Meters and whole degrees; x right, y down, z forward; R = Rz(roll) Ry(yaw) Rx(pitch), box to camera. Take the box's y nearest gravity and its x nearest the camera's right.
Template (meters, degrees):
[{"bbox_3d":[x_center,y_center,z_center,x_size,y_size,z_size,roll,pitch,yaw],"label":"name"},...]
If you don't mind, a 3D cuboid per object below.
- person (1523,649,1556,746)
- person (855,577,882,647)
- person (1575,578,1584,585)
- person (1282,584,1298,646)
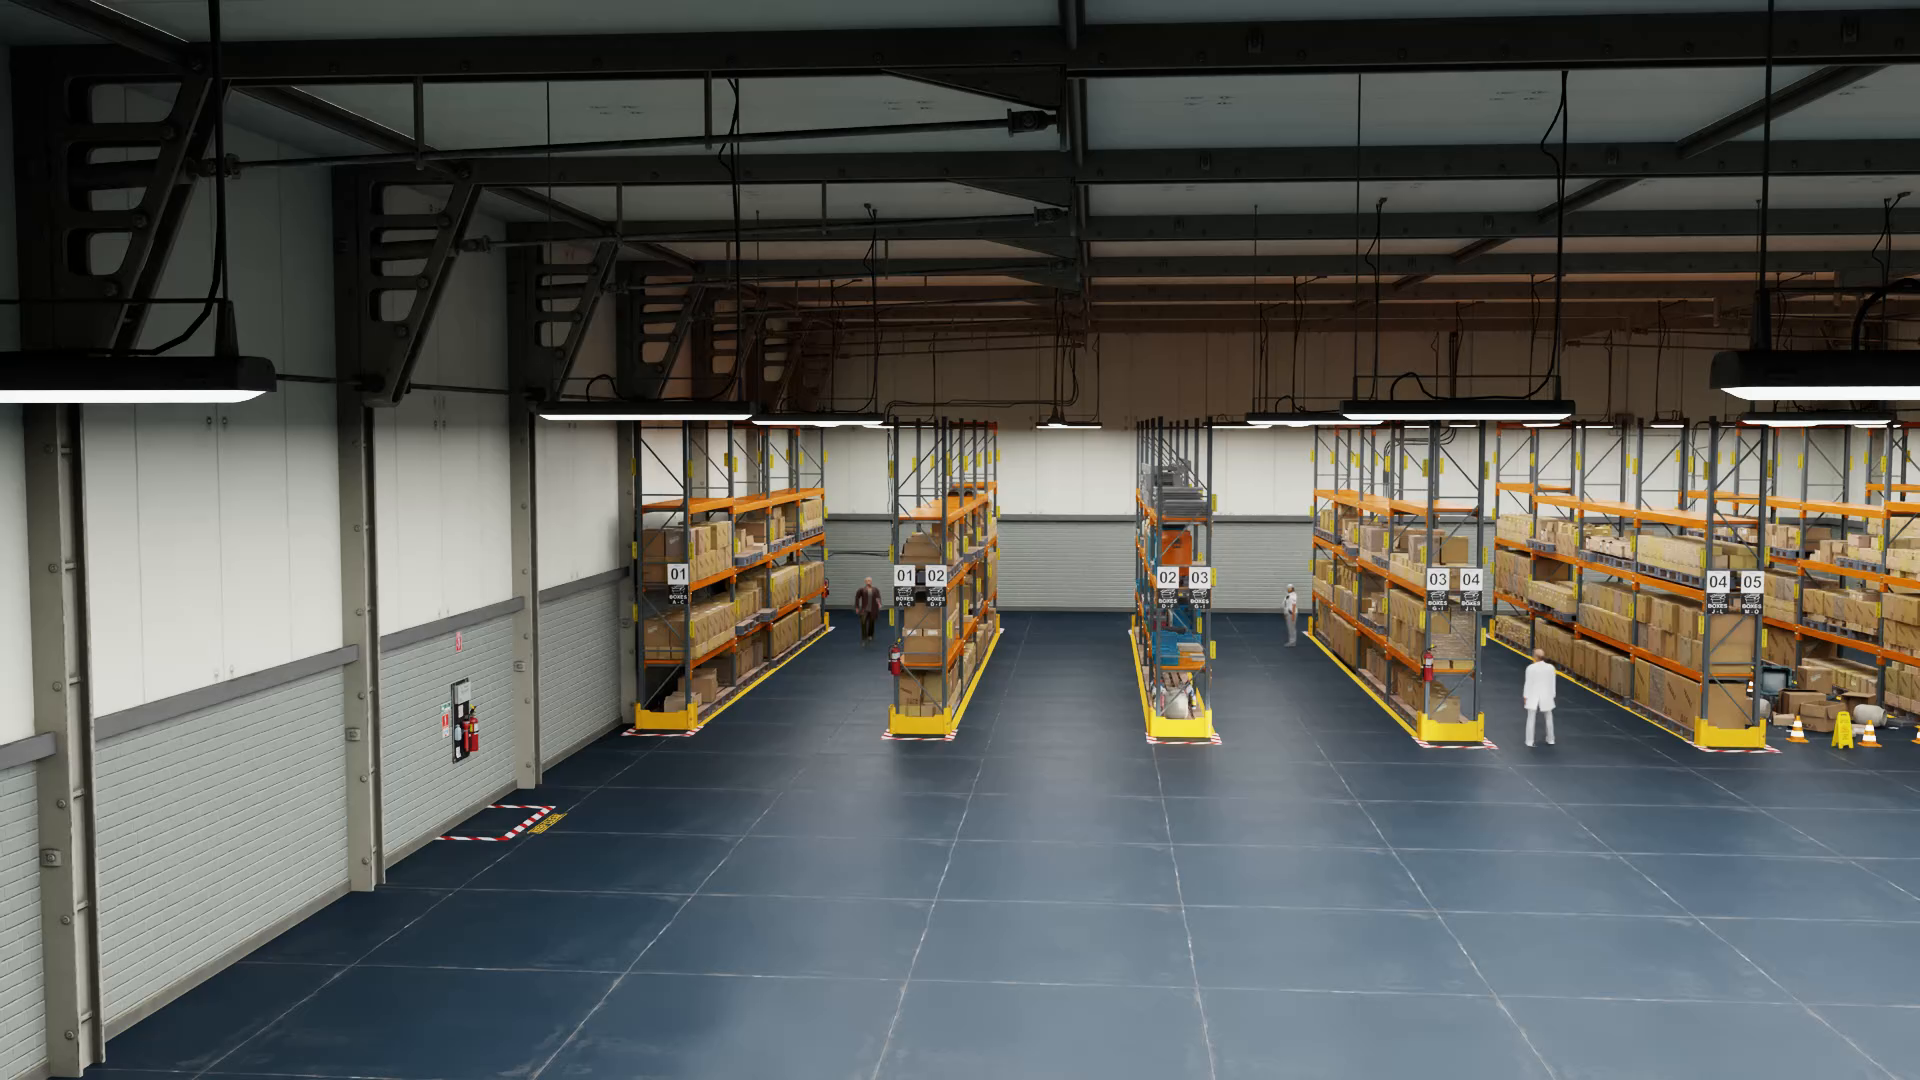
[{"bbox_3d":[10.583,2.856,30.349,0.565,1.764,0.657,1,4,20],"label":"person"},{"bbox_3d":[-2.422,1.889,44.041,0.745,1.813,0.936,0,4,3],"label":"person"},{"bbox_3d":[16.847,1.896,45.411,0.457,1.757,0.634,3,5,36],"label":"person"},{"bbox_3d":[8.801,1.995,44.351,0.396,1.668,0.496,0,4,3],"label":"person"}]
